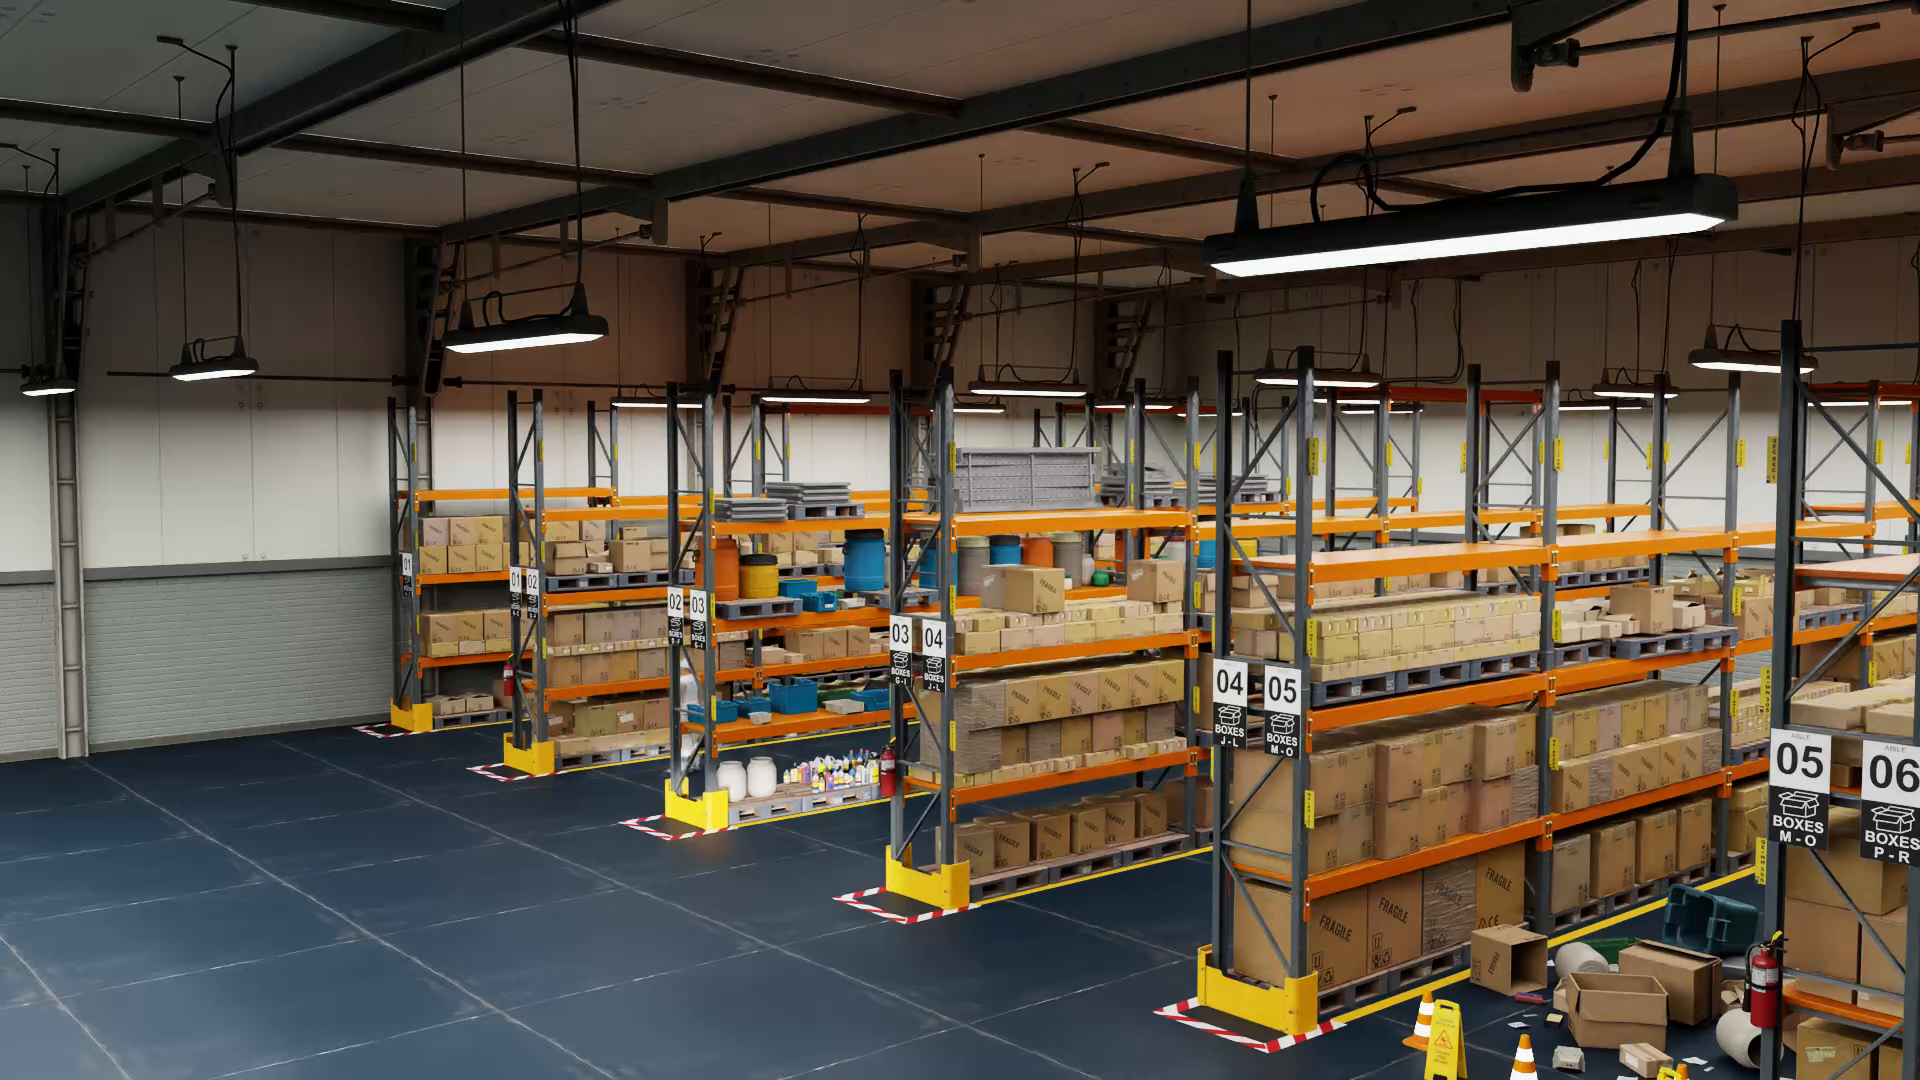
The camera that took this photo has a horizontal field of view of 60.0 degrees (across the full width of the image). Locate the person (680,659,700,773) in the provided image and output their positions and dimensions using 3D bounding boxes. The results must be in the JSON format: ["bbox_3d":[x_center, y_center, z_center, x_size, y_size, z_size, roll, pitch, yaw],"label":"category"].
[{"bbox_3d":[-4.276,2.753,26.039,0.354,1.824,0.658,2,4,26],"label":"person"}]
